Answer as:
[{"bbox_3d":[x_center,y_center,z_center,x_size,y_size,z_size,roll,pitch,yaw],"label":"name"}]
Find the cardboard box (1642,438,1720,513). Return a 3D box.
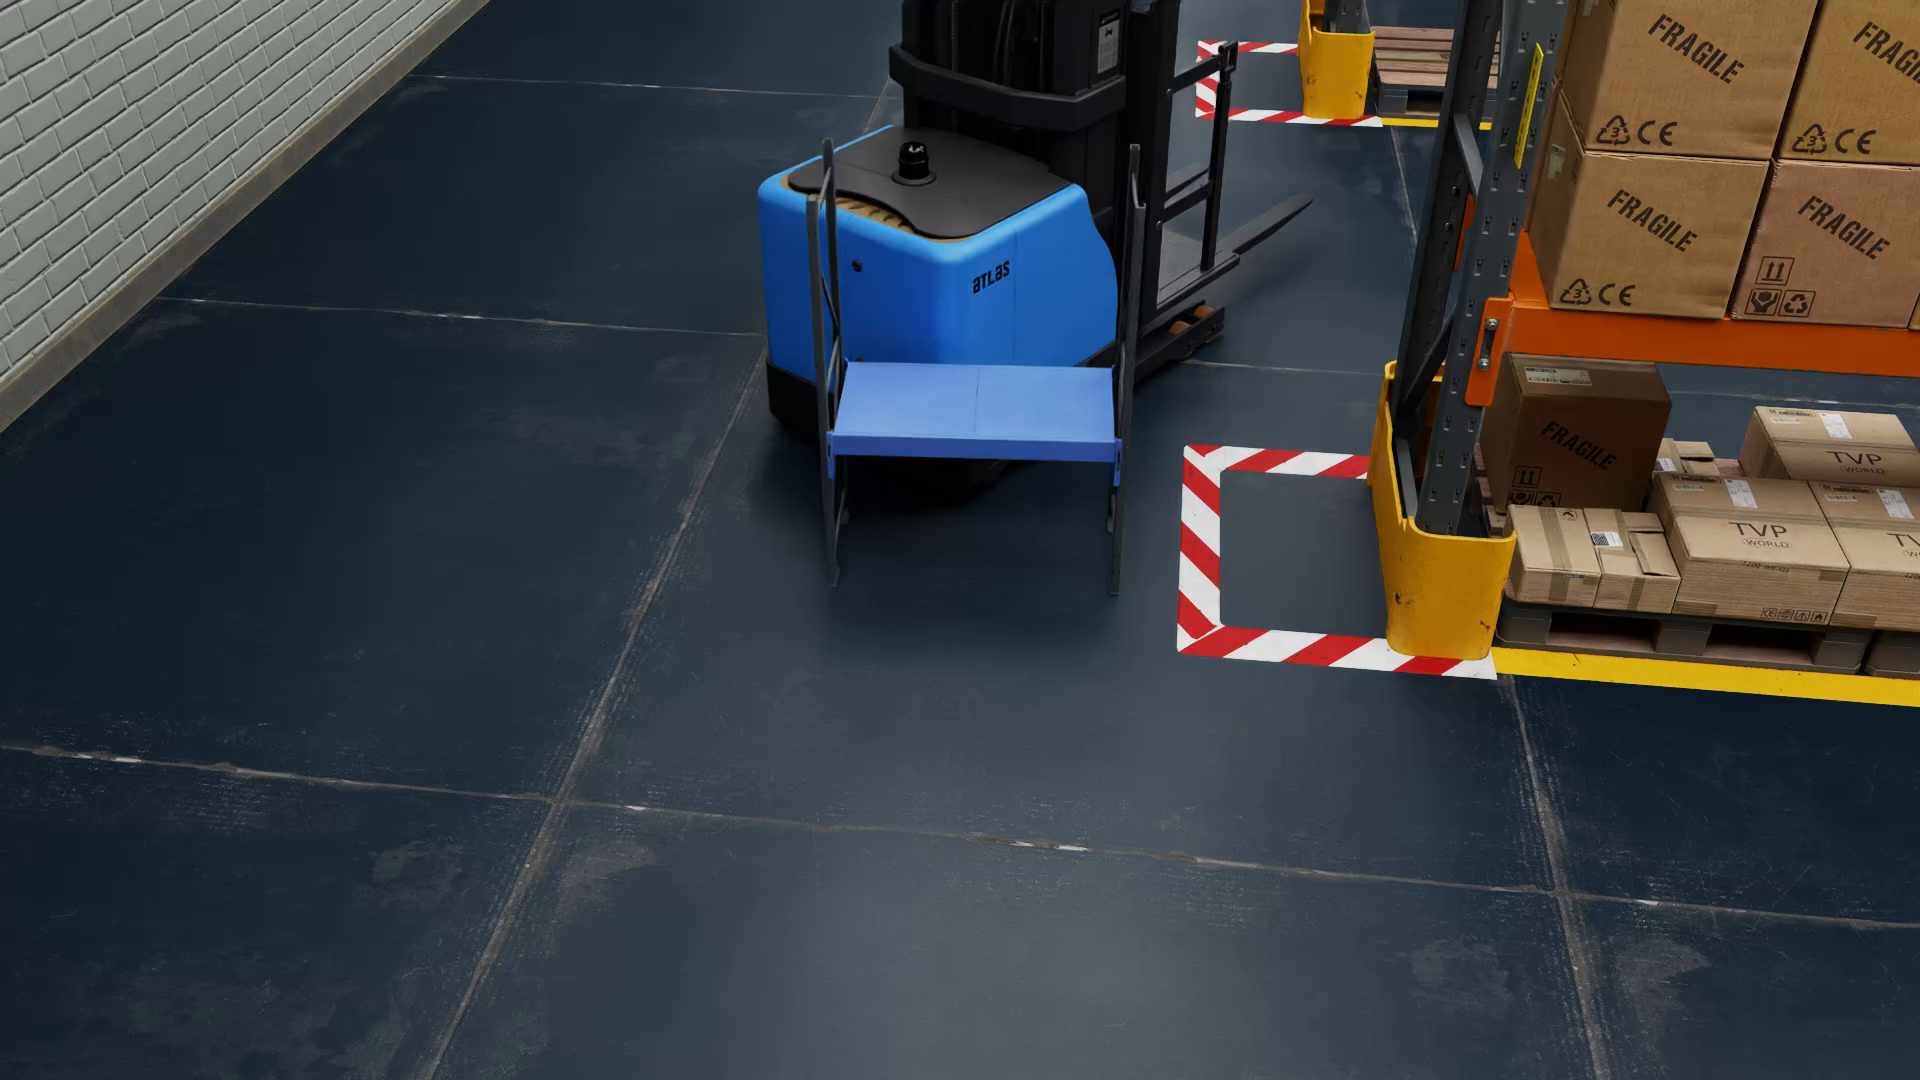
[{"bbox_3d":[2.602,-0.205,6.016,0.250,0.166,0.380,4,36,6],"label":"cardboard box"}]

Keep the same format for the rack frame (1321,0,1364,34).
[{"bbox_3d":[2.276,-4.013,9.291,0.127,3.000,1.000,4,36,6],"label":"rack frame"}]

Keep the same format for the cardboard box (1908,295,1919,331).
[{"bbox_3d":[3.057,-0.942,4.901,0.500,0.500,0.500,4,36,6],"label":"cardboard box"}]

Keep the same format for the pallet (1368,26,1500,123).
[{"bbox_3d":[3.089,-2.795,9.985,1.213,0.211,1.003,4,36,6],"label":"pallet"}]

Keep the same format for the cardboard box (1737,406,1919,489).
[{"bbox_3d":[3.150,-0.234,5.983,0.500,0.250,0.500,4,36,6],"label":"cardboard box"}]

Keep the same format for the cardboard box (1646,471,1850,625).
[{"bbox_3d":[2.640,0.021,5.626,0.500,0.250,0.500,4,36,6],"label":"cardboard box"}]

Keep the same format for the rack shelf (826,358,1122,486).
[{"bbox_3d":[0.058,-0.422,5.859,1.000,0.185,0.538,2,36,2],"label":"rack shelf"}]

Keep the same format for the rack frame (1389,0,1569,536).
[{"bbox_3d":[1.641,-1.160,5.293,0.127,3.000,1.000,4,36,6],"label":"rack frame"}]

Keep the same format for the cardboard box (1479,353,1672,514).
[{"bbox_3d":[2.212,-0.423,6.034,0.500,0.500,0.500,4,36,6],"label":"cardboard box"}]

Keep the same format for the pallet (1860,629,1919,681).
[{"bbox_3d":[3.714,0.131,5.885,1.213,0.211,1.003,4,36,6],"label":"pallet"}]

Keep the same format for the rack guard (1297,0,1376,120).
[{"bbox_3d":[2.250,-2.990,10.010,0.348,0.500,1.175,4,36,6],"label":"rack guard"}]

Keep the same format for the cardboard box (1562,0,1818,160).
[{"bbox_3d":[2.048,-1.423,4.714,0.500,0.500,0.500,5,36,7],"label":"cardboard box"}]

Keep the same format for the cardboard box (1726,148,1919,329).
[{"bbox_3d":[2.560,-0.980,4.956,0.500,0.500,0.500,4,36,5],"label":"cardboard box"}]

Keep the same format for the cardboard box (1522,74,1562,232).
[{"bbox_3d":[2.120,-1.324,5.437,0.500,0.500,0.500,5,36,7],"label":"cardboard box"}]

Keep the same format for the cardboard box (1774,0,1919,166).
[{"bbox_3d":[2.567,-1.388,4.666,0.500,0.500,0.500,5,36,6],"label":"cardboard box"}]

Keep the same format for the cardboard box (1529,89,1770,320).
[{"bbox_3d":[2.048,-1.016,5.005,0.500,0.500,0.500,5,36,7],"label":"cardboard box"}]

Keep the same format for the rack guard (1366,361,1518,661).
[{"bbox_3d":[1.716,-0.137,6.011,0.348,0.500,1.175,4,36,6],"label":"rack guard"}]

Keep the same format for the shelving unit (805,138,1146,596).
[{"bbox_3d":[0.058,-0.568,5.754,1.048,1.500,0.538,2,36,2],"label":"shelving unit"}]

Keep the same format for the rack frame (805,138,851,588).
[{"bbox_3d":[-0.450,-0.583,5.774,0.032,1.500,0.500,2,36,2],"label":"rack frame"}]

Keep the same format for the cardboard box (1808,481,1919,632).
[{"bbox_3d":[3.136,0.058,5.575,0.500,0.250,0.500,4,36,6],"label":"cardboard box"}]

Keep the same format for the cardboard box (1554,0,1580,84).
[{"bbox_3d":[2.117,-1.733,5.149,0.500,0.500,0.500,4,36,6],"label":"cardboard box"}]

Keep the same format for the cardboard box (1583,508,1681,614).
[{"bbox_3d":[2.260,0.062,5.641,0.250,0.166,0.380,4,36,6],"label":"cardboard box"}]

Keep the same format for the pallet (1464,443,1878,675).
[{"bbox_3d":[2.507,0.040,6.013,1.213,0.211,1.003,4,36,6],"label":"pallet"}]

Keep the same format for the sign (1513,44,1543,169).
[{"bbox_3d":[1.572,-1.199,4.603,0.005,0.325,0.100,4,36,6],"label":"sign"}]

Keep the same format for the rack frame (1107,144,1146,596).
[{"bbox_3d":[0.566,-0.554,5.734,0.032,1.500,0.500,2,36,2],"label":"rack frame"}]

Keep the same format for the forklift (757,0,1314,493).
[{"bbox_3d":[0.537,-2.159,6.752,1.130,2.935,3.031,26,43,31],"label":"forklift"}]

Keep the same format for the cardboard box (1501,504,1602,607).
[{"bbox_3d":[2.013,0.051,5.672,0.250,0.149,0.380,4,36,6],"label":"cardboard box"}]

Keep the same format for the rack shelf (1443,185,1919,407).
[{"bbox_3d":[3.625,-0.719,5.294,4.000,0.370,1.077,4,36,6],"label":"rack shelf"}]
